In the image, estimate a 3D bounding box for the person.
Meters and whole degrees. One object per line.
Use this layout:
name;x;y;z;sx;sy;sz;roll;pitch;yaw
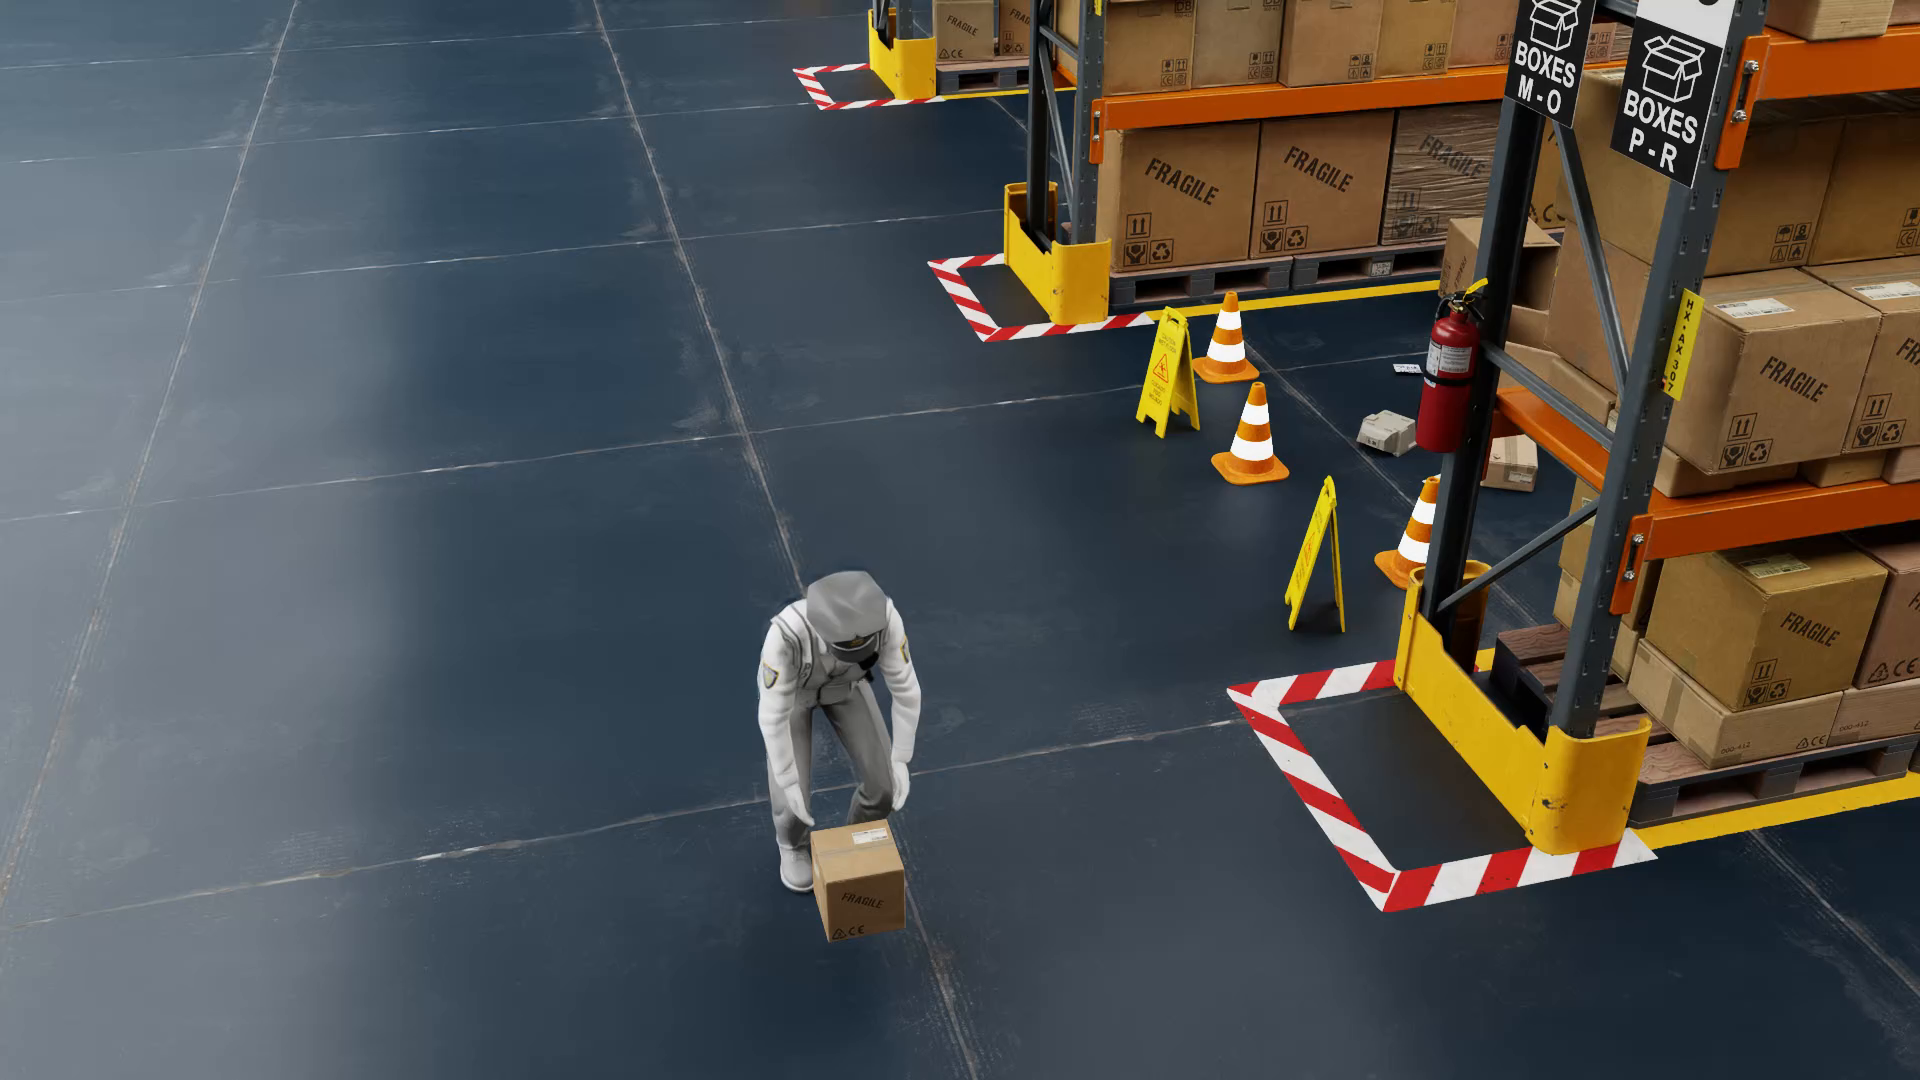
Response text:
person;-0.404;0.595;5.463;0.534;1.322;0.736;-8;31;-13
